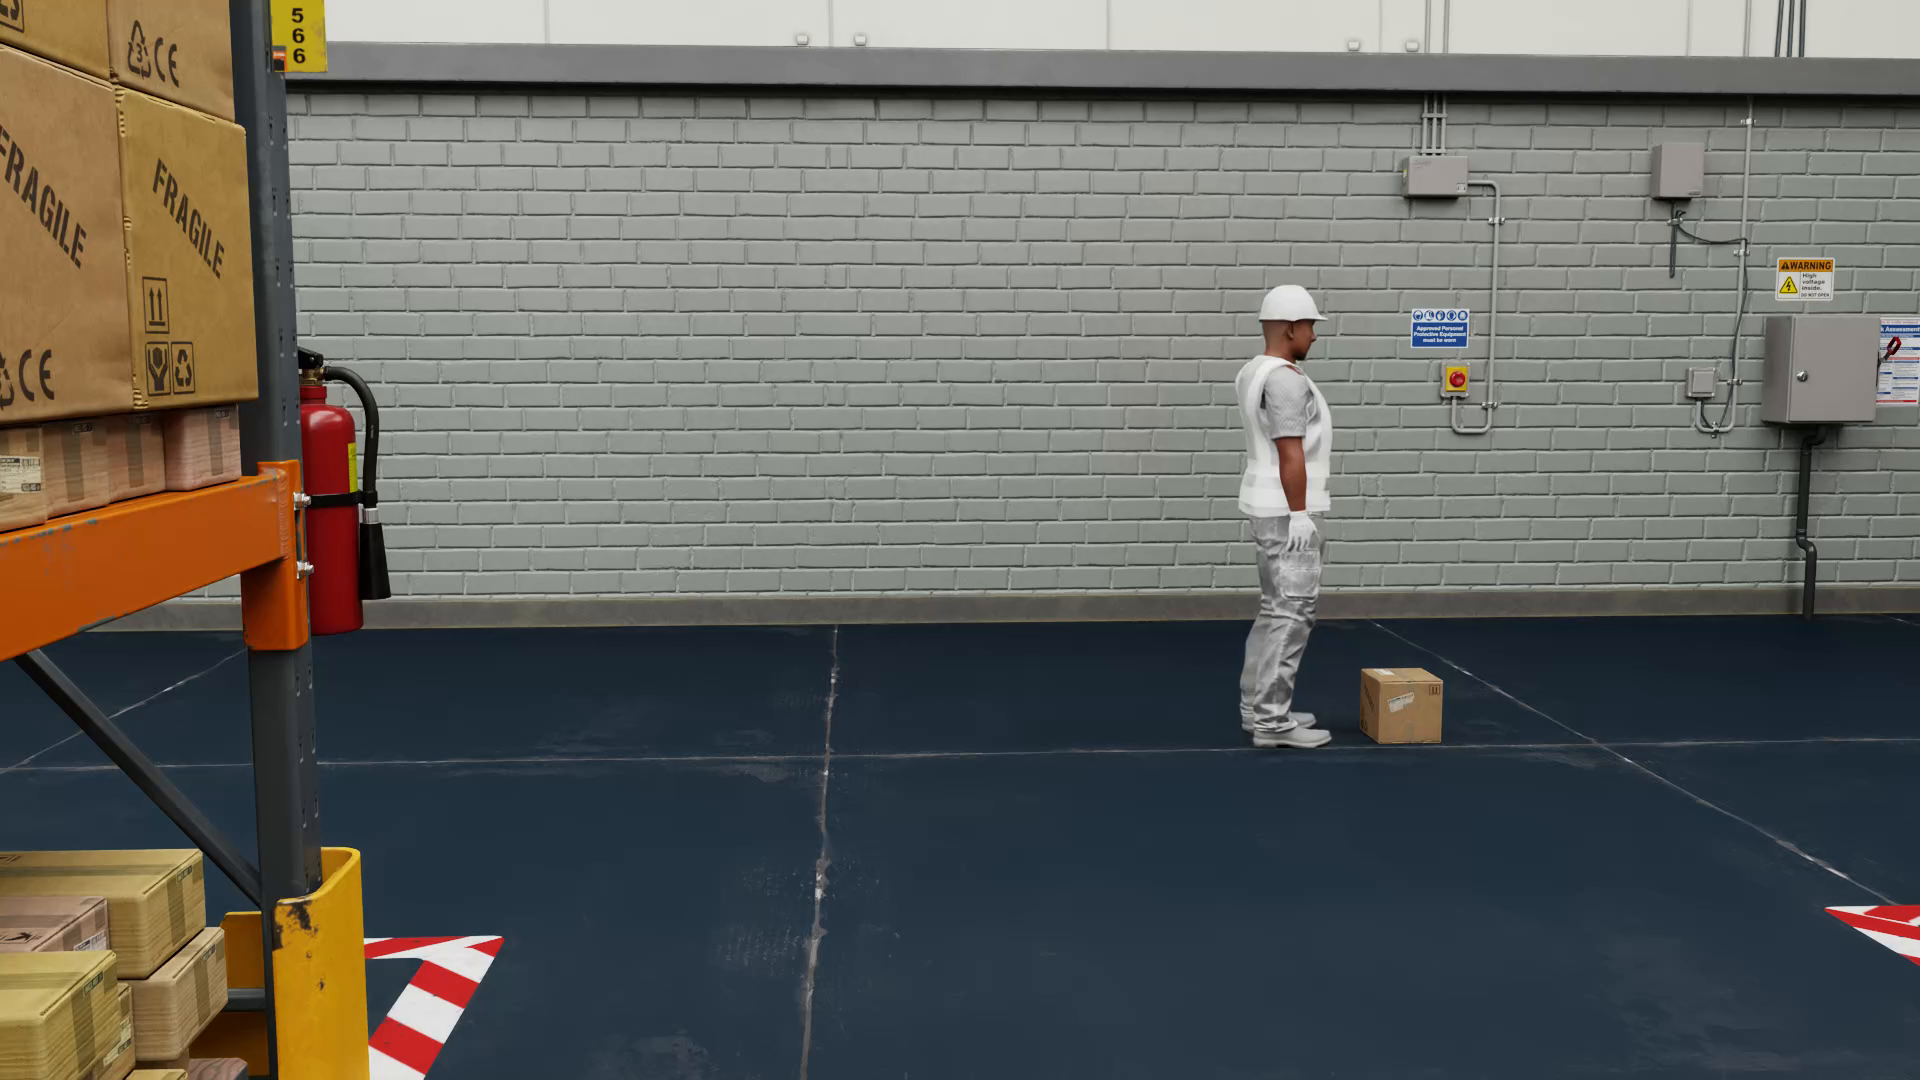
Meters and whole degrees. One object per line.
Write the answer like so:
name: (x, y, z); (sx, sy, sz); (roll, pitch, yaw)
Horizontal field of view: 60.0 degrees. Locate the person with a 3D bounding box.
person: (1.263, -0.455, 6.470); (0.349, 1.061, 0.543); (0, 7, -3)
